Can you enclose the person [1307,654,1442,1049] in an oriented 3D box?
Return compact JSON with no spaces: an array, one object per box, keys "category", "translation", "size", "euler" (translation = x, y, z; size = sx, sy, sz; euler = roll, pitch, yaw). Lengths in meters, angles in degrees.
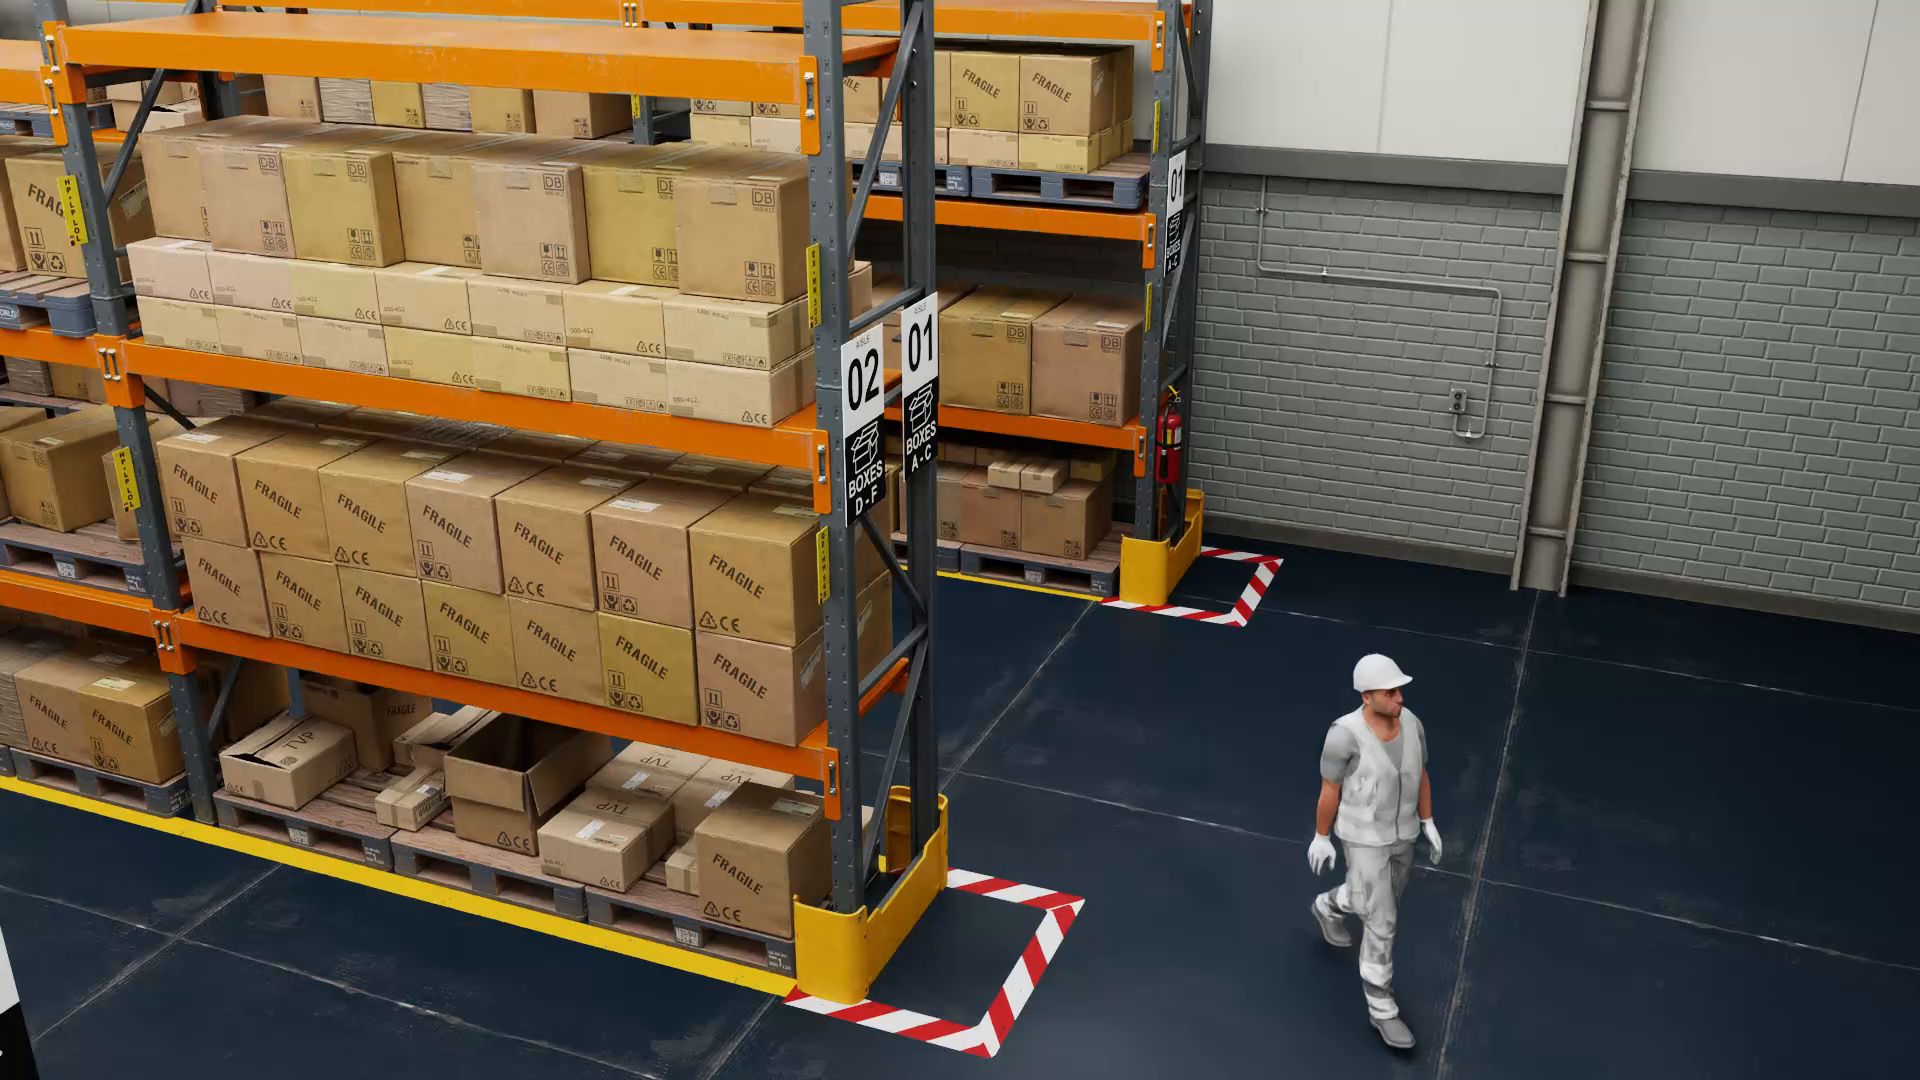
[{"category":"person","translation":[1.909,1.343,7.604],"size":[0.589,1.755,0.967],"euler":[-10,24,-24]}]
